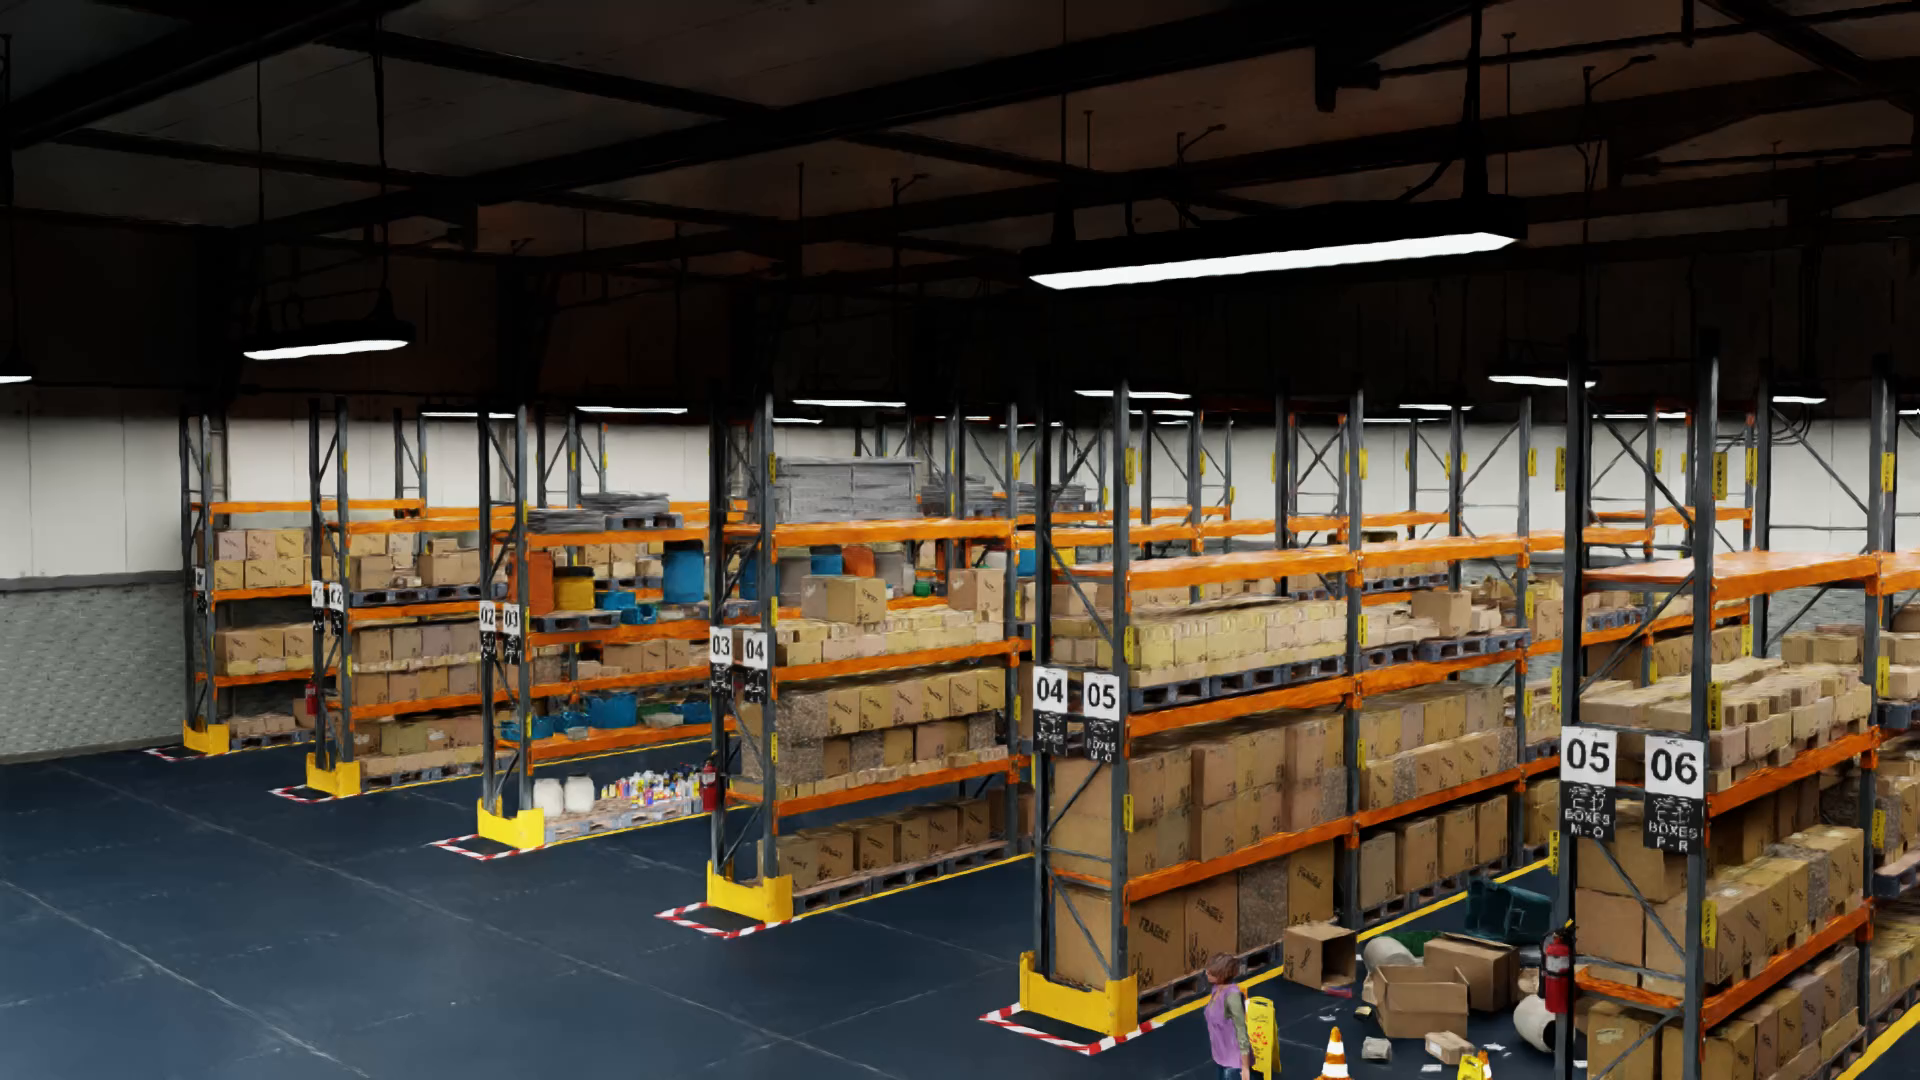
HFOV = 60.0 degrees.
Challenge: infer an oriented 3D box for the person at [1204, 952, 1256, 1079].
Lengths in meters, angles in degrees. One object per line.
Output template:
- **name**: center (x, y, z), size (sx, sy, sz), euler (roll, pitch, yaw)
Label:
- **person**: center (1.997, 3.741, 11.885), size (0.472, 1.589, 0.474), euler (0, 3, -7)
